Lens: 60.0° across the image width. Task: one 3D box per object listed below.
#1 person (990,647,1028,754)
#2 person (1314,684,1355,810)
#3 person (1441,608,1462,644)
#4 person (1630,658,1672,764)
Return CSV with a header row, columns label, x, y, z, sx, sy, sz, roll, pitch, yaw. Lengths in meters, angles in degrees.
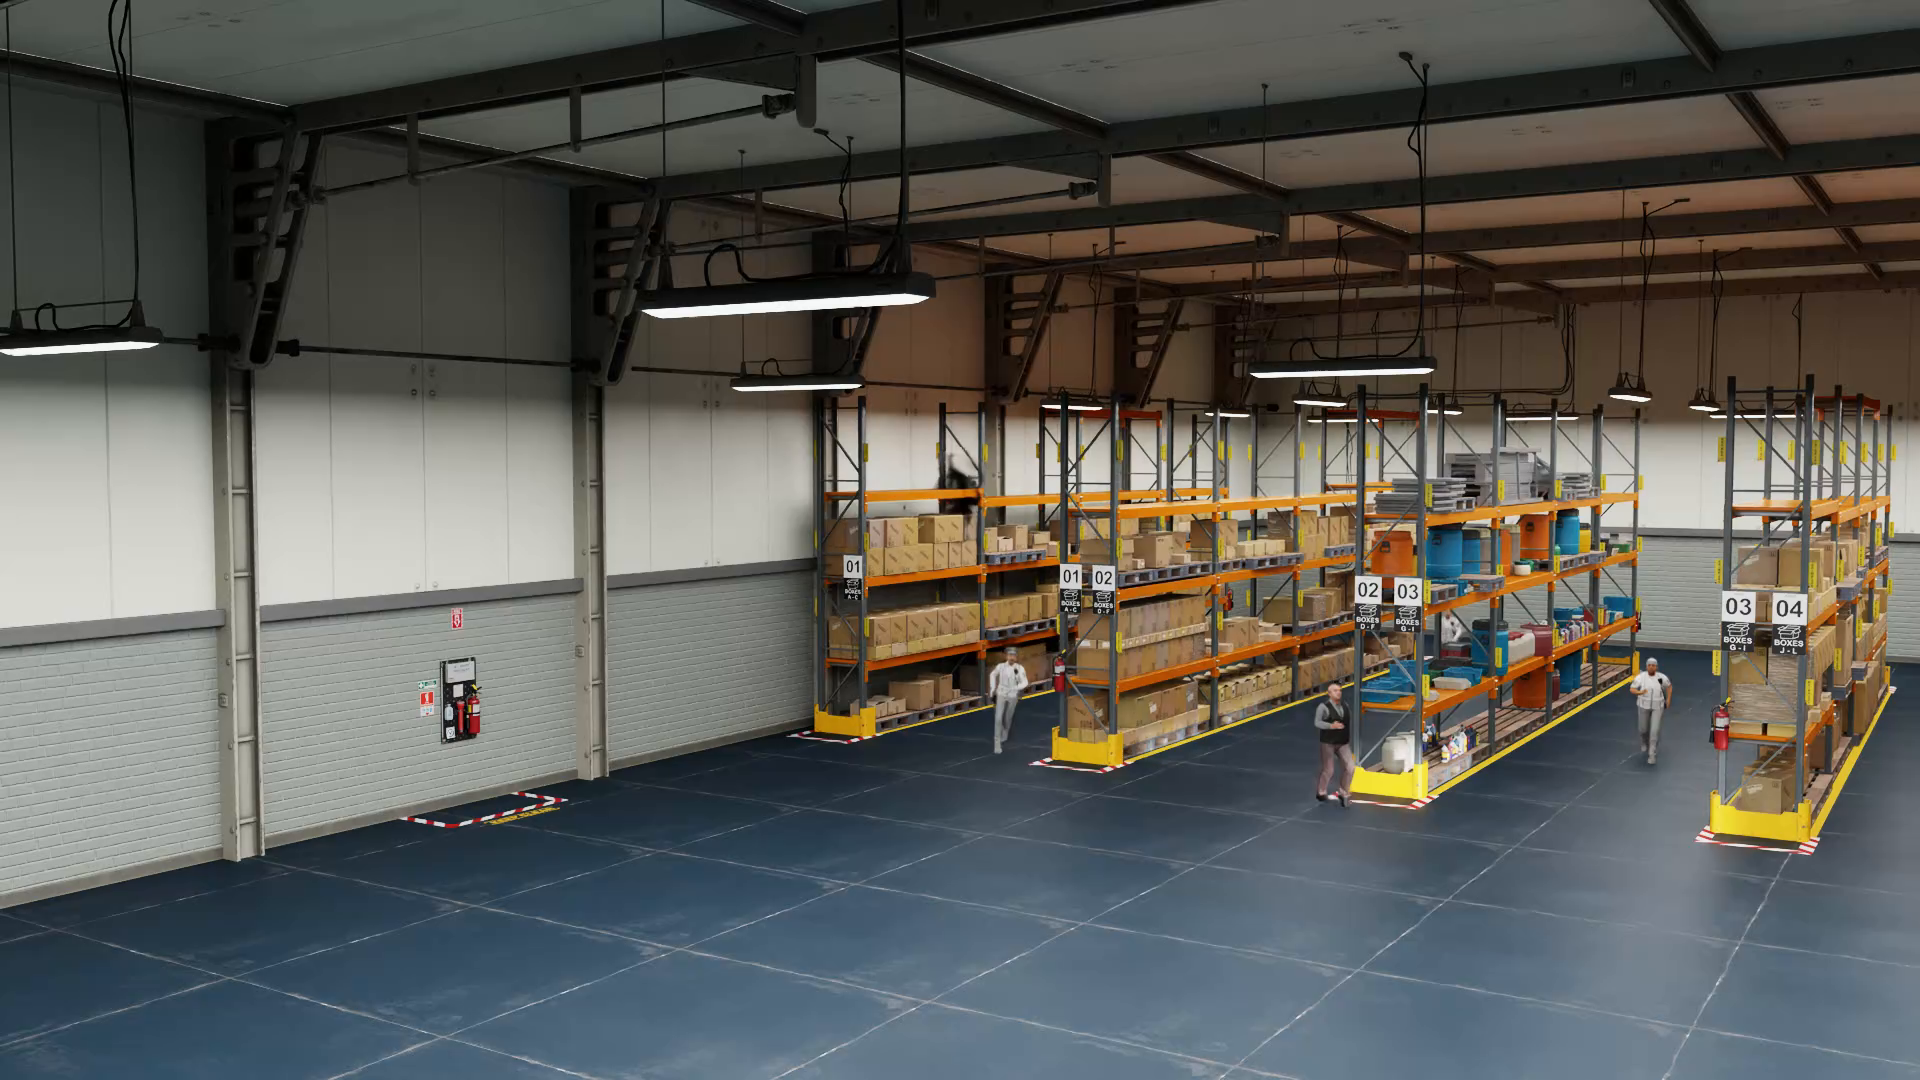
label,x,y,z,sx,sy,sz,roll,pitch,yaw
person,0.797,2.592,27.248,0.646,1.709,0.836,0,3,5
person,5.289,2.922,23.441,0.650,1.783,0.679,-1,3,-17
person,10.821,2.259,36.903,0.604,1.642,0.581,1,3,23
person,11.206,2.734,26.983,0.637,1.657,0.907,1,3,23
